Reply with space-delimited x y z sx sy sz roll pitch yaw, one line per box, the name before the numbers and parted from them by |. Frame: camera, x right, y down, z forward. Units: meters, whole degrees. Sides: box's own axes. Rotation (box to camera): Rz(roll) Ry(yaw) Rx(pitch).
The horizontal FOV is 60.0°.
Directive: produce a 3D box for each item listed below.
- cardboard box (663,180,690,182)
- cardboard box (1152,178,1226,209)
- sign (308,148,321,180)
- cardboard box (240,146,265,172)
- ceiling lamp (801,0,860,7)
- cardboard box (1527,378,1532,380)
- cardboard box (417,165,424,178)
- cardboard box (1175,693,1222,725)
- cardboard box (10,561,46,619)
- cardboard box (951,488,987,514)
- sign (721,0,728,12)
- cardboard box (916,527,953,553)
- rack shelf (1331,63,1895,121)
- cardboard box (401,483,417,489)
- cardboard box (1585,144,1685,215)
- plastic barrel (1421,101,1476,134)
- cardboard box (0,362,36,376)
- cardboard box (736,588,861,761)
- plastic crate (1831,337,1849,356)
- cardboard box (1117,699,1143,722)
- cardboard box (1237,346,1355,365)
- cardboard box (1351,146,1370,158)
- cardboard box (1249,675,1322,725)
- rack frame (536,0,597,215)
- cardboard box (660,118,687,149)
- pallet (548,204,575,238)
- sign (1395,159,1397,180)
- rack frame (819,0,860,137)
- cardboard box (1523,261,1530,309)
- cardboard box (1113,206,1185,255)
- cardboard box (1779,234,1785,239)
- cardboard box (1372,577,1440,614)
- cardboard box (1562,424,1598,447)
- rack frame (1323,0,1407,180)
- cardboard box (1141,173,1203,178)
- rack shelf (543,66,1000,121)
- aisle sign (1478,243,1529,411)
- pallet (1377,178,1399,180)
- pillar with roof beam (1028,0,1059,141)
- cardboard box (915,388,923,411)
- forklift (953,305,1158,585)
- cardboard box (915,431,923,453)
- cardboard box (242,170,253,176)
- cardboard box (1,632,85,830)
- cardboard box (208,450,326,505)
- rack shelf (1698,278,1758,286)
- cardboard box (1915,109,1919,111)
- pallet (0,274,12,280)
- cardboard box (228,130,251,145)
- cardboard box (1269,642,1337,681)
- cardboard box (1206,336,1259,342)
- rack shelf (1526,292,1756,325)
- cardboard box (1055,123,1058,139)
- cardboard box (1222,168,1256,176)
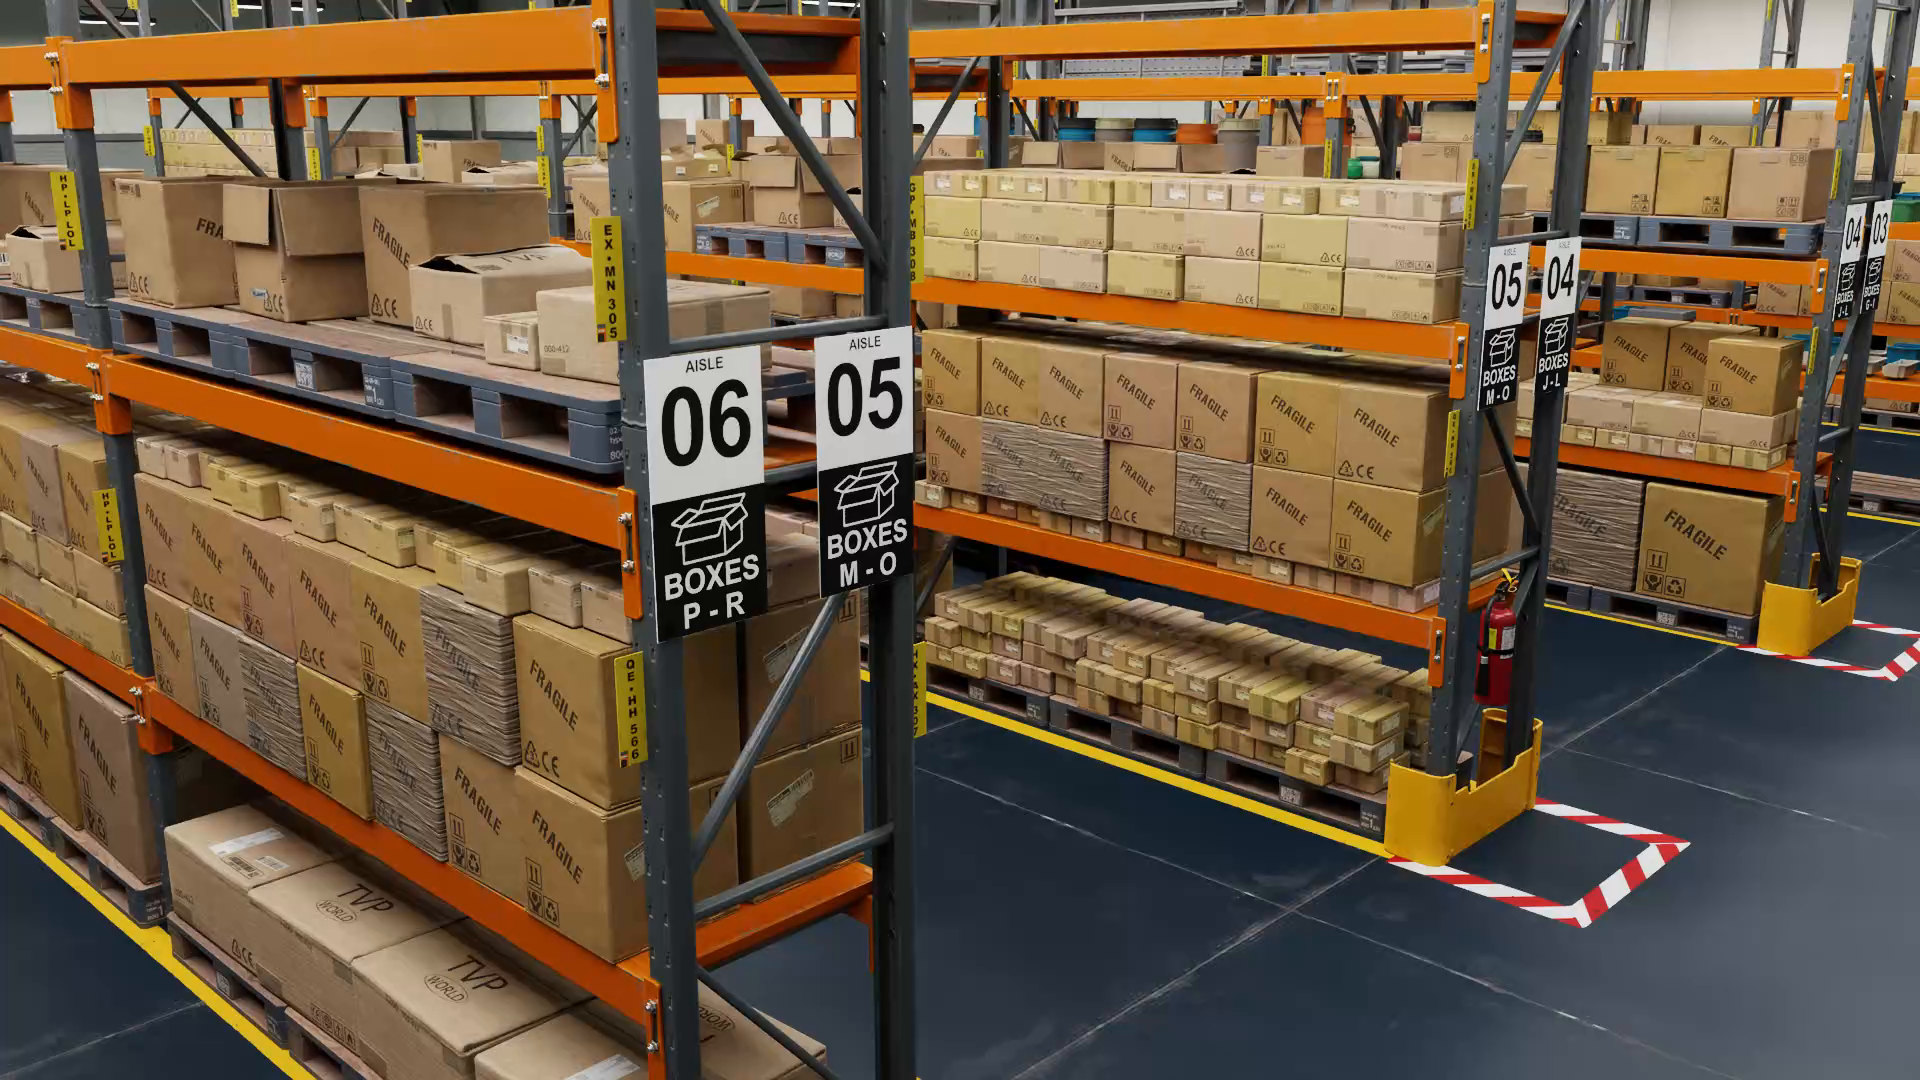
cardboard box | -2.343 -2.523 12.838 0.500 0.500 0.500 14 20 42
cardboard box | 1.289 -1.950 9.351 0.250 0.149 0.380 13 19 41
sign | -6.198 -3.597 15.975 0.005 0.325 0.100 14 20 42
cardboard box | -7.069 -3.949 17.182 0.500 0.250 0.500 13 20 42
ceiling lamp | -2.584 -12.408 33.447 0.800 3.185 2.000 14 20 42
cardboard box | 4.349 -1.205 13.632 0.500 0.250 0.500 -14 20 -43
cardboard box | -4.772 -3.412 15.715 0.500 0.250 0.500 13 20 42
cardboard box | 1.490 0.955 9.867 0.250 0.149 0.380 14 20 43
cardboard box | -4.631 0.217 8.766 0.500 0.250 0.500 13 19 41
cardboard box | 0.160 -0.296 10.934 0.380 0.149 0.250 -14 20 -43
sign | -2.688 -6.139 18.953 0.005 0.325 0.100 14 20 42
cardboard box | -0.403 -0.092 12.290 0.500 0.250 0.500 13 19 40
rack shelf | 4.901 -3.452 12.871 4.000 0.370 1.077 14 20 42
cardboard box | -2.099 -0.257 6.818 0.250 0.149 0.380 13 20 41
cardboard box | 5.202 -2.775 12.774 0.500 0.500 0.700 12 19 39
plastic barrel | 5.564 -4.508 18.825 0.708 0.901 0.600 14 20 42
cardboard box | -5.743 -0.831 10.309 0.500 0.500 0.500 13 19 41
cardboard box | -0.686 0.390 5.622 0.500 0.500 0.500 13 20 41
plastic crate | 8.881 -1.921 16.886 0.300 0.233 0.416 14 20 42
cardboard box | 1.189 0.992 10.314 0.380 0.149 0.250 -14 20 -43
cardboard box | 1.959 -0.843 9.765 0.500 0.500 0.500 13 20 41
cardboard box | 5.915 -5.875 25.362 0.500 0.250 0.500 12 19 38
cardboard box | 1.852 0.907 9.460 0.250 0.149 0.380 13 20 41
rack frame | -2.934 -4.161 13.373 0.127 3.000 1.000 14 20 42
cardboard box | -3.886 -5.201 21.534 0.500 0.500 0.500 14 20 42
pallet | -3.434 -2.721 14.170 1.213 0.211 1.003 -13 20 -42
sign | 3.845 -3.282 14.764 0.005 0.325 0.100 14 20 42
rack frame | -1.740 -7.343 25.584 0.127 3.000 1.000 14 20 42
cardboard box | 2.679 -1.362 8.876 0.500 0.250 0.500 -14 20 -42
cardboard box | 1.226 -1.783 9.501 0.500 0.250 0.500 13 19 40
cardboard box | 10.484 -3.637 21.077 0.500 0.500 0.500 -14 20 -43
cardboard box | 2.394 0.258 8.809 0.250 0.149 0.380 14 20 42
cardboard box | 4.932 -0.845 13.043 0.250 0.149 0.380 14 20 42
rack frame | 3.461 -4.344 14.073 0.127 3.000 1.000 14 20 42
cardboard box | 1.309 -2.145 10.099 0.250 0.149 0.380 13 20 42
rack shelf | -1.494 -3.269 12.170 4.000 0.370 1.077 14 20 42
aisle sign | 2.669 -1.049 8.170 0.004 0.787 0.394 14 20 42
pallet | 4.502 -4.248 20.030 1.213 0.211 1.003 14 20 42
pillar with roof beam | -1.066 -9.444 33.649 0.548 9.000 9.100 14 20 42
cardboard box | -0.479 -0.962 11.480 0.380 0.149 0.250 -13 20 -42
forklift | 0.757 -1.192 14.010 1.130 2.935 3.031 -13 20 -41
cardboard box | -0.478 -0.673 11.550 0.250 0.149 0.380 13 20 41
cardboard box | -7.216 -3.768 17.280 0.250 0.149 0.380 13 20 42
cardboard box | -4.575 0.932 9.103 0.875 0.875 0.875 -14 20 -43
cardboard box | -2.825 -0.252 6.800 0.250 0.149 0.380 13 20 42
rack shelf | 12.336 -4.140 26.616 4.000 0.370 1.077 14 20 42
cardboard box | 14.094 -5.956 23.988 0.500 0.500 0.500 13 20 42
pallet | -4.990 -1.404 9.114 1.003 0.211 1.213 -13 20 -42
cardboard box | -7.392 -4.197 17.347 0.250 0.149 0.380 14 20 43
cardboard box | 2.073 0.755 10.045 0.250 0.149 0.380 12 19 40
cardboard box | 2.583 -1.609 15.278 0.500 0.500 0.500 -14 20 -42
rack shelf | 8.900 -3.240 23.162 4.000 0.370 1.077 14 20 42
cardboard box | 2.112 -7.009 28.937 0.797 0.503 0.637 -13 19 -40
cardboard box | 2.734 -3.261 15.209 0.500 0.311 0.500 13 19 40
